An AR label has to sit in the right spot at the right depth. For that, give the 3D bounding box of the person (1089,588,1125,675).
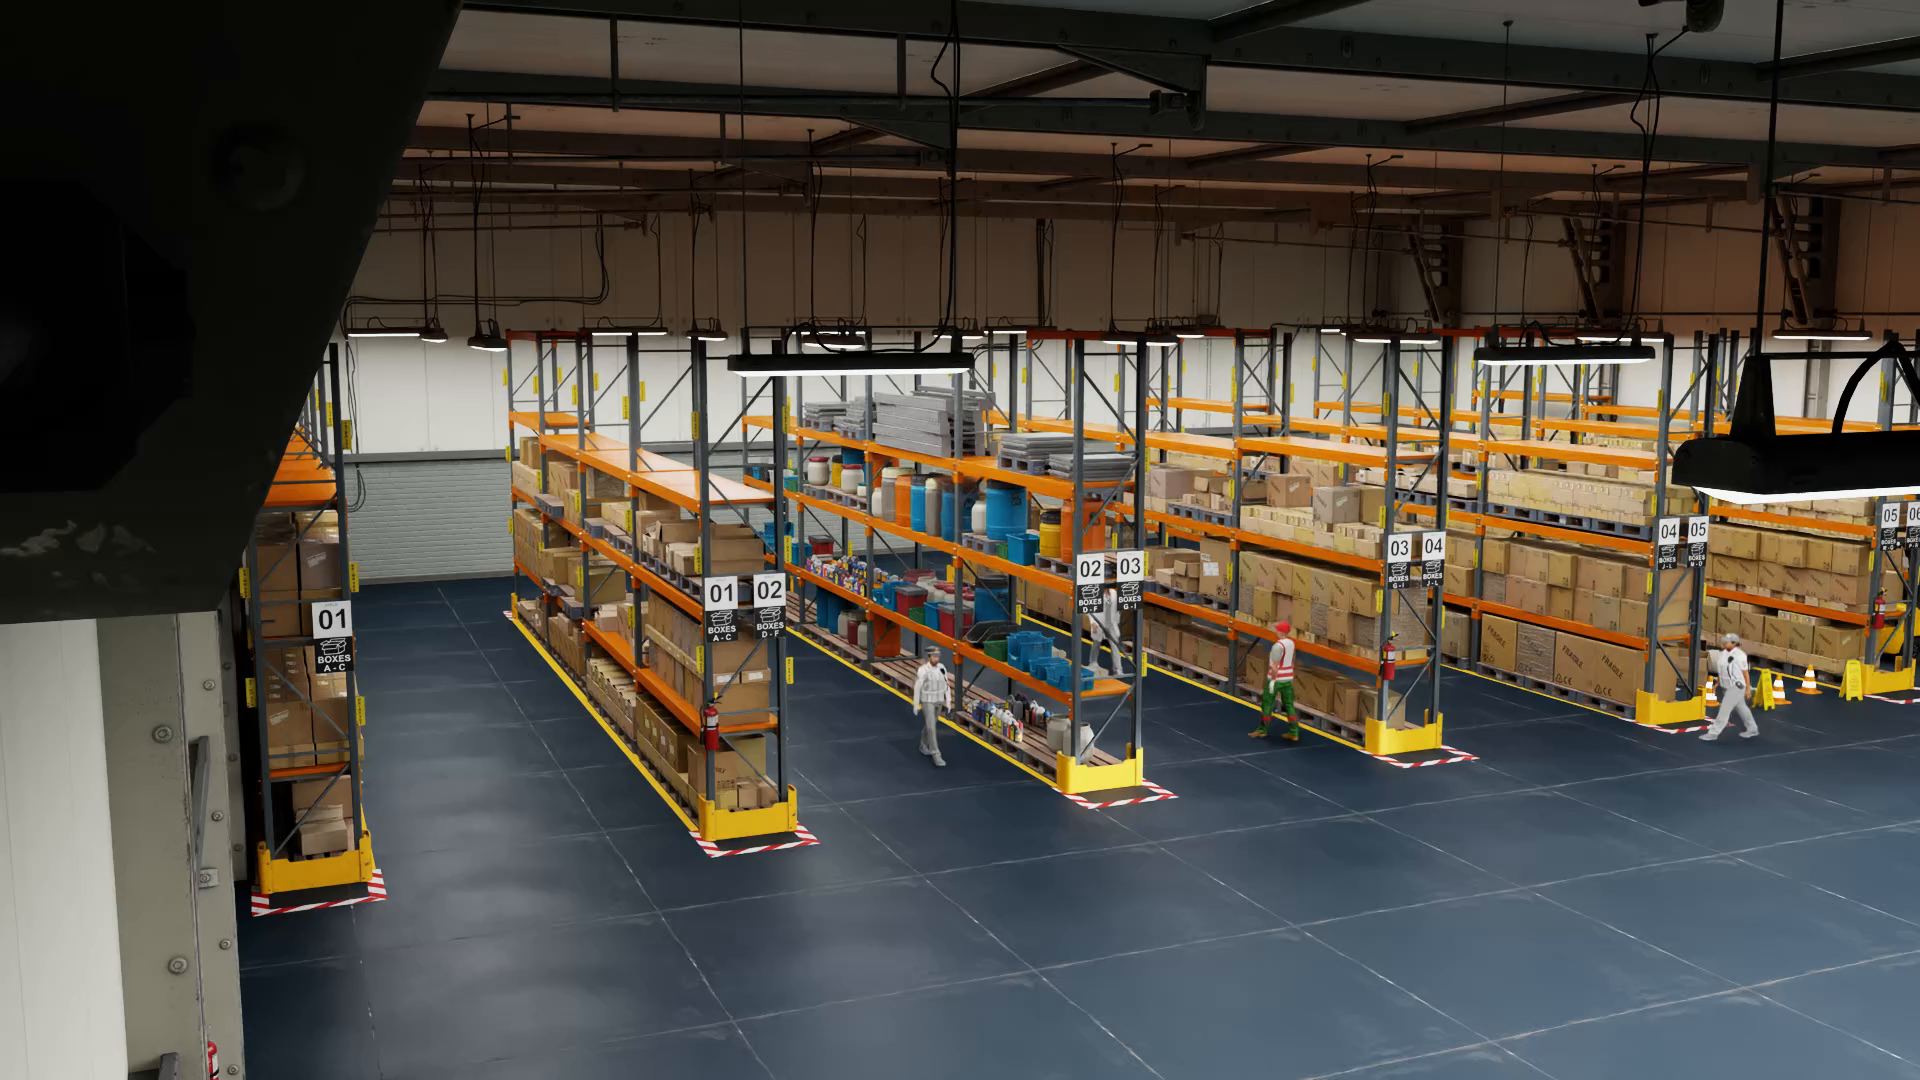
[{"bbox_3d":[2.571,1.490,29.192,0.666,1.712,1.142,-3,8,-20],"label":"person"}]

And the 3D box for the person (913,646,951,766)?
[{"bbox_3d":[-0.354,2.303,23.574,0.510,1.631,0.916,-6,10,-38],"label":"person"}]

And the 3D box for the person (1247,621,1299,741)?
[{"bbox_3d":[4.769,2.093,24.810,0.629,1.793,0.719,-5,9,-31],"label":"person"}]

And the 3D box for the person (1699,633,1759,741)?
[{"bbox_3d":[11.450,2.162,24.723,1.009,1.589,0.513,-1,8,-4],"label":"person"}]
